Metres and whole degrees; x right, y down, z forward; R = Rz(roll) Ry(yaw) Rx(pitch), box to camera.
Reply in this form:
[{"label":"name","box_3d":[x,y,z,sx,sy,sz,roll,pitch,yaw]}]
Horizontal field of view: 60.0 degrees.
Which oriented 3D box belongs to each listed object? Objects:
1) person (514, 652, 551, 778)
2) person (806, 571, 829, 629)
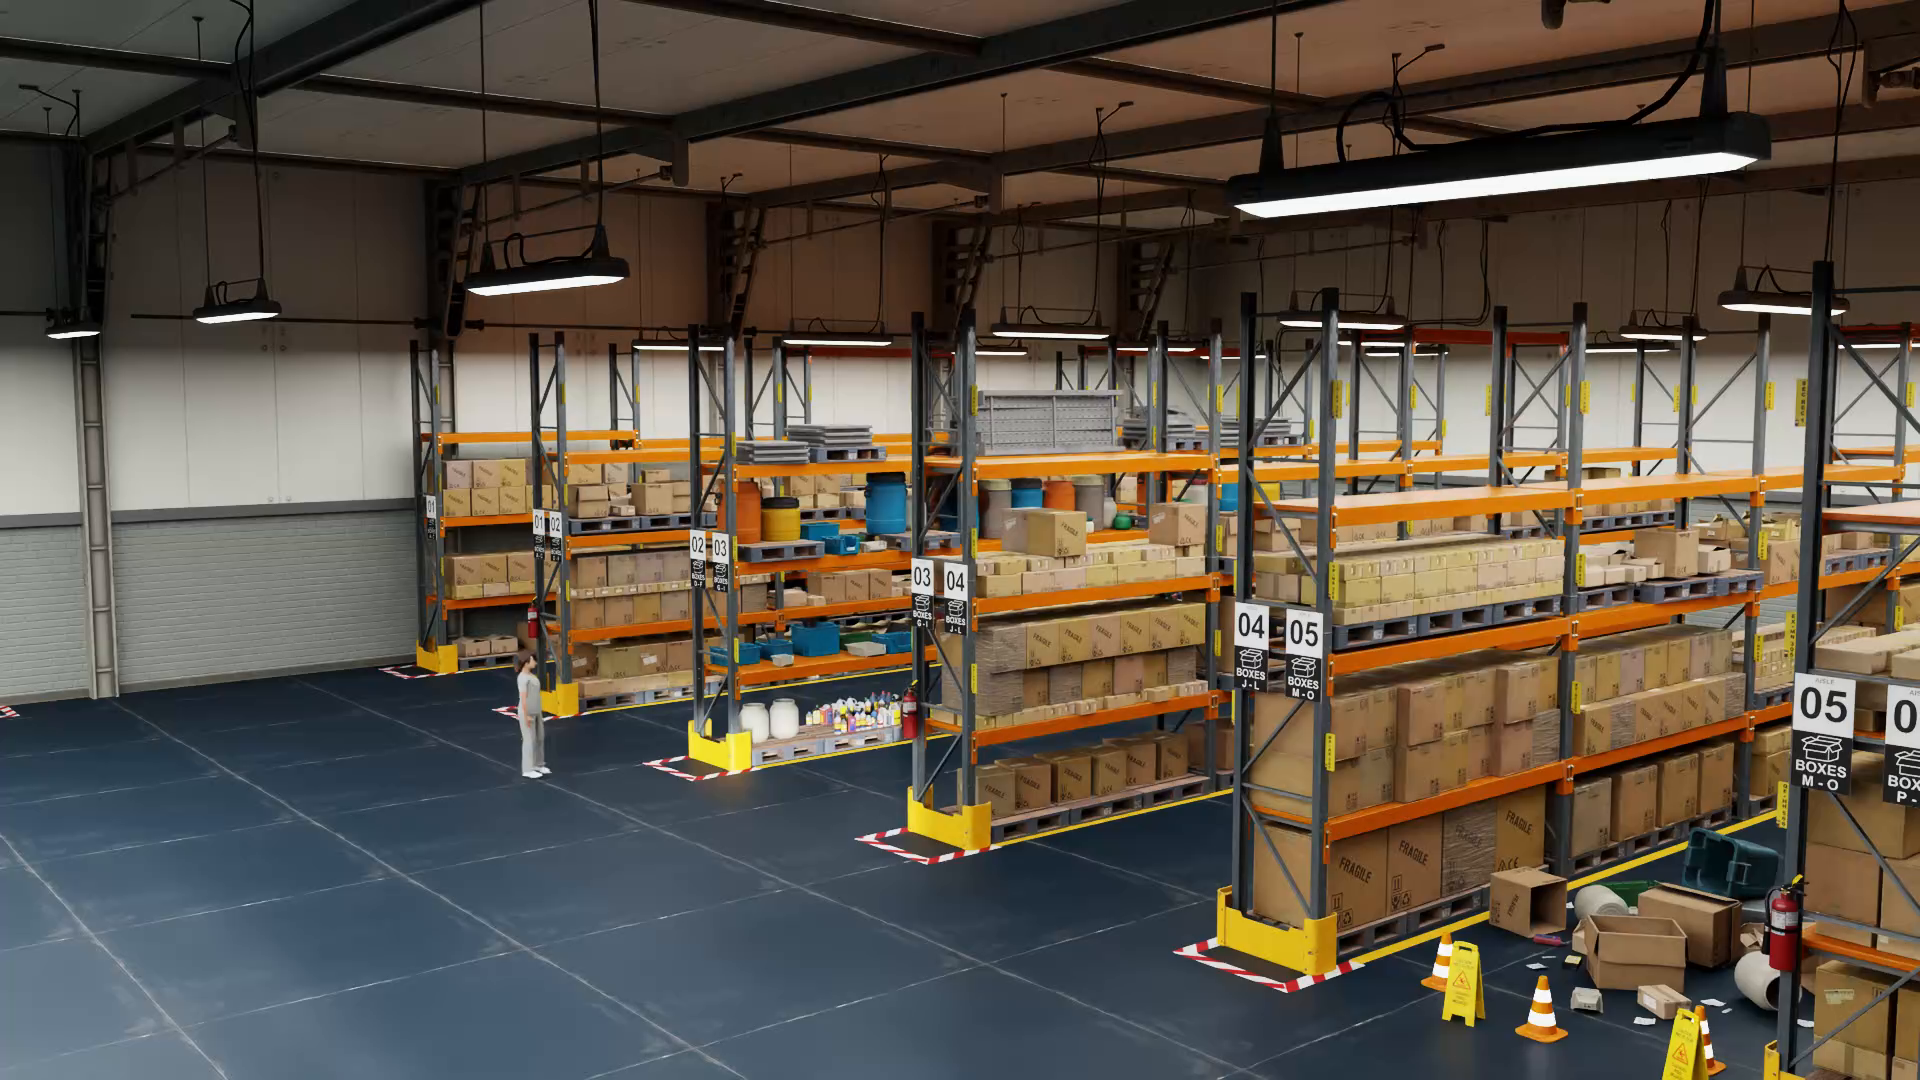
[{"label":"person","box_3d":[-5.675,2.312,22.049,0.378,1.695,0.541,1,5,14]},{"label":"person","box_3d":[-2.677,1.418,31.641,0.393,1.641,0.566,5,7,44]}]
